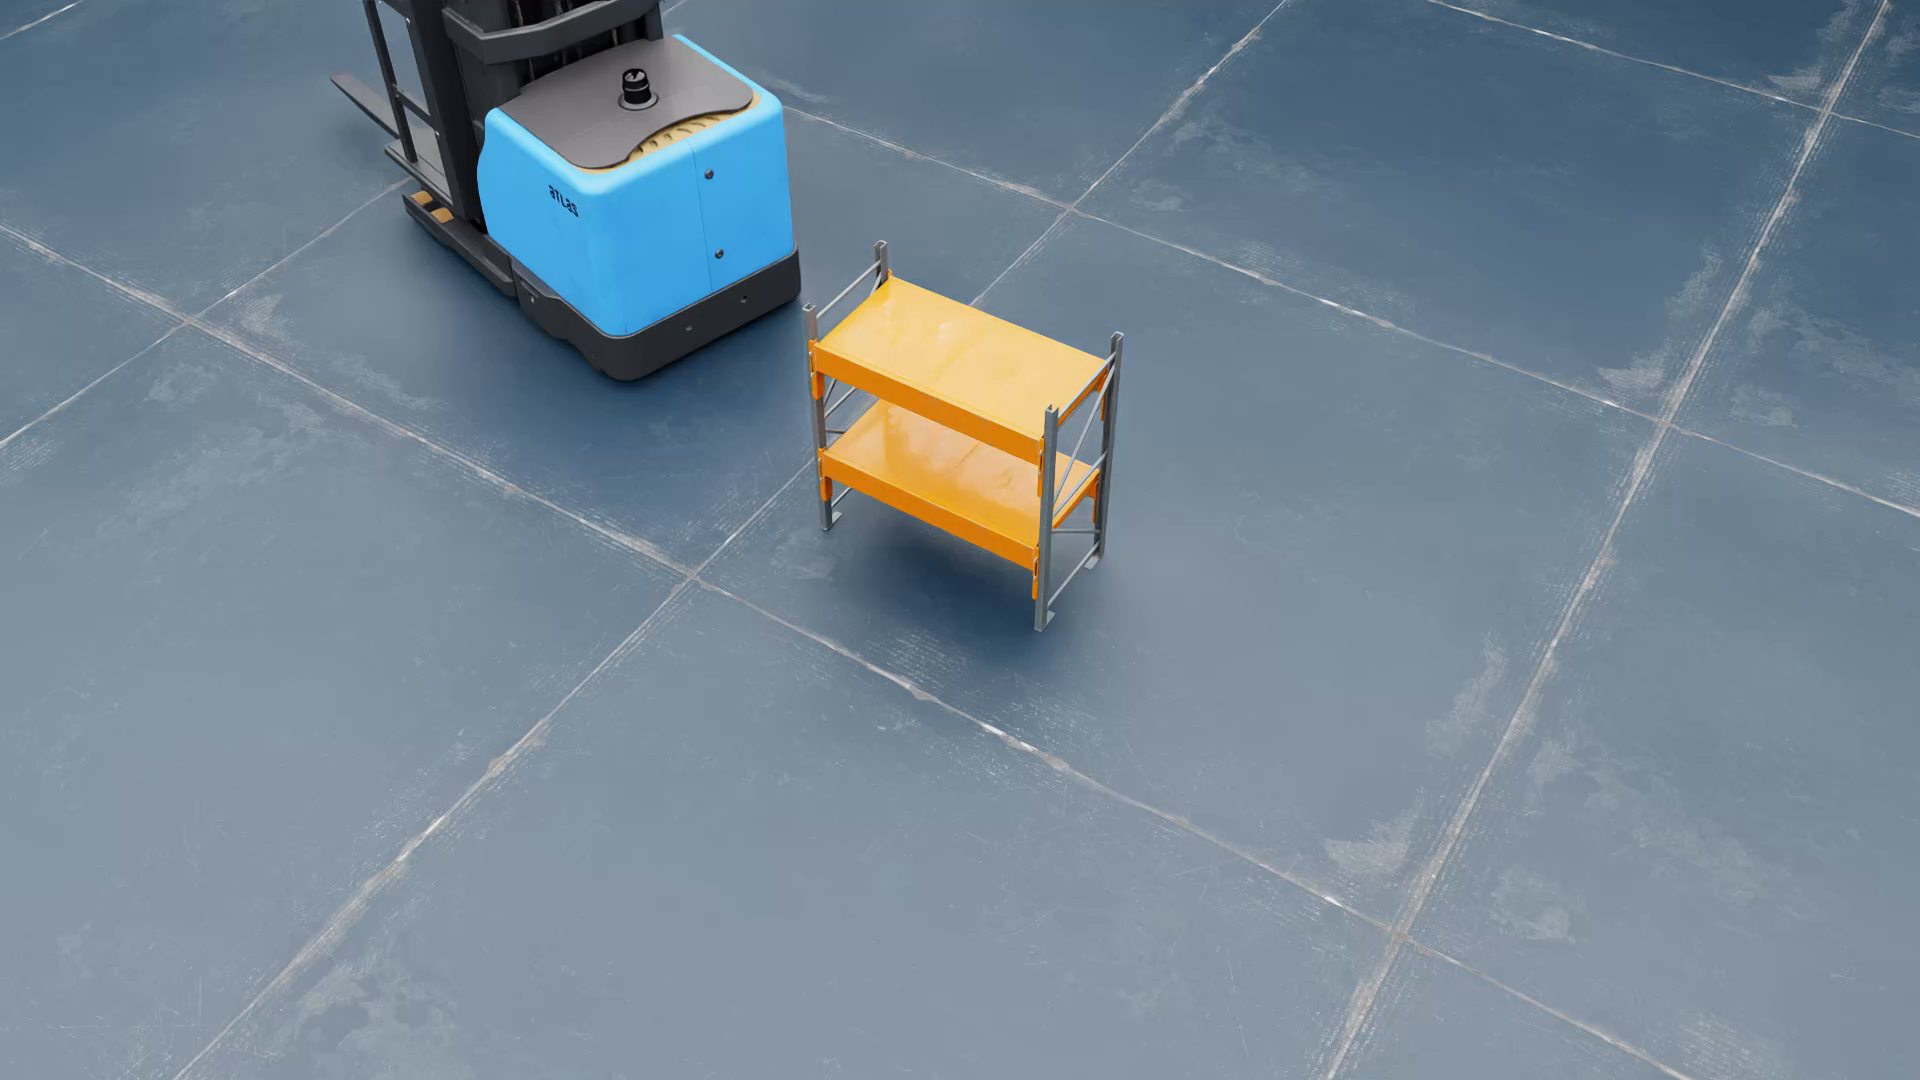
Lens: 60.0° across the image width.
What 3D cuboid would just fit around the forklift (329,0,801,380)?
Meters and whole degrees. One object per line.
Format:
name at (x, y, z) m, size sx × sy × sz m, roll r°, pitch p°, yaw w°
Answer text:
forklift at (-2.101, -2.702, 7.332) m, size 1.130 × 2.935 × 3.031 m, roll -33°, pitch 54°, yaw -28°

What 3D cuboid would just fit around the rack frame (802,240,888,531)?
rack frame at (-0.422, -0.586, 6.535) m, size 0.032 × 1.125 × 0.500 m, roll 25°, pitch 51°, yaw 22°

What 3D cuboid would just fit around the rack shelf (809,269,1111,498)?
rack shelf at (0.006, -0.593, 6.134) m, size 1.000 × 0.278 × 0.538 m, roll 25°, pitch 51°, yaw 22°

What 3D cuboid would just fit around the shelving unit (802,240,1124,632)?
shelving unit at (0.006, -0.389, 6.344) m, size 1.048 × 1.125 × 0.538 m, roll 25°, pitch 51°, yaw 22°

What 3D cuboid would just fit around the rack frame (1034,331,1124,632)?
rack frame at (0.434, -0.193, 6.153) m, size 0.032 × 1.125 × 0.500 m, roll 25°, pitch 51°, yaw 22°

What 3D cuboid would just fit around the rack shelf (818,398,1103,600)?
rack shelf at (0.006, -0.219, 6.519) m, size 1.000 × 0.278 × 0.538 m, roll 25°, pitch 51°, yaw 22°
